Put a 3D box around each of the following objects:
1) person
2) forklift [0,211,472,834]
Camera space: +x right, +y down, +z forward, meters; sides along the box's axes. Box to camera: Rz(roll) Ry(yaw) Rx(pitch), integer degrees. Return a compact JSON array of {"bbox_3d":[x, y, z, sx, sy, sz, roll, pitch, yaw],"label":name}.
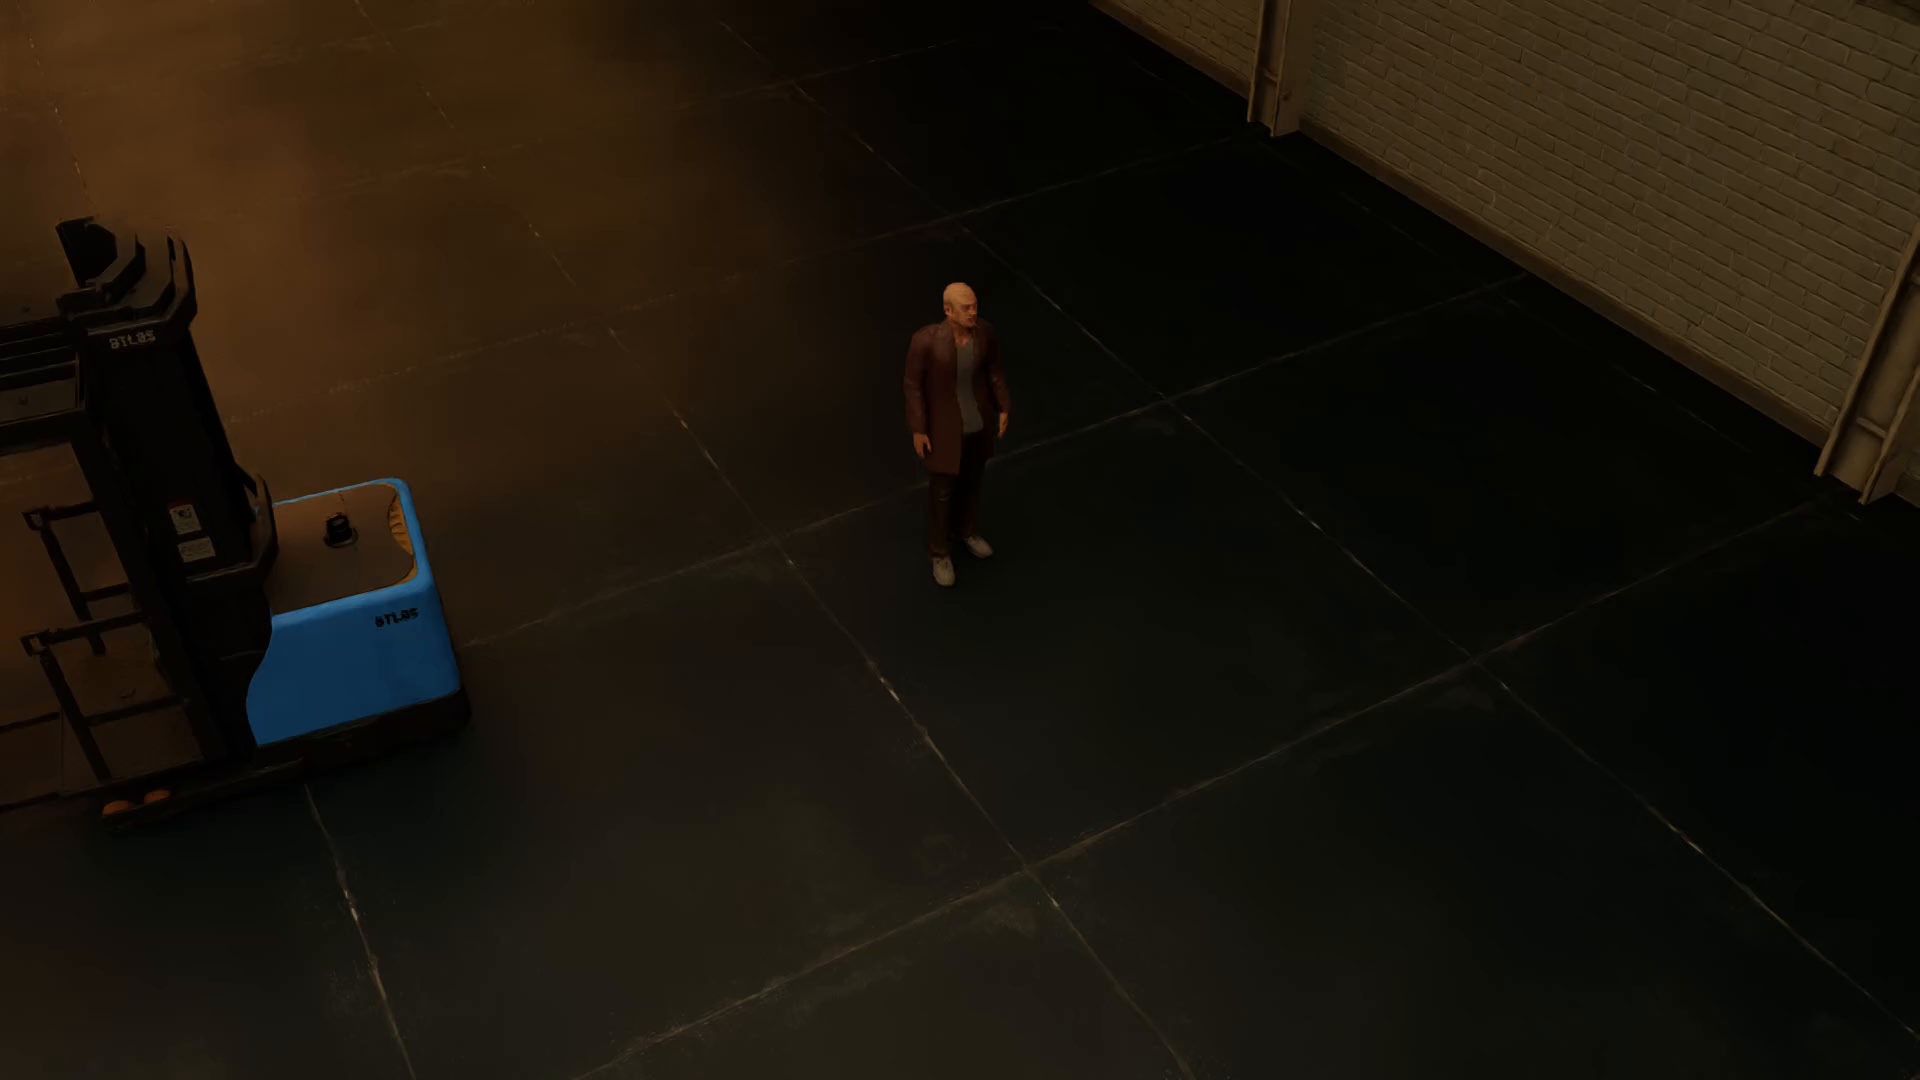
[{"bbox_3d":[0.042,-0.638,9.697,0.694,1.776,0.580,-20,44,-23],"label":"person"},{"bbox_3d":[-4.234,-0.017,8.057,3.031,2.935,1.130,-15,42,-17],"label":"forklift"}]
